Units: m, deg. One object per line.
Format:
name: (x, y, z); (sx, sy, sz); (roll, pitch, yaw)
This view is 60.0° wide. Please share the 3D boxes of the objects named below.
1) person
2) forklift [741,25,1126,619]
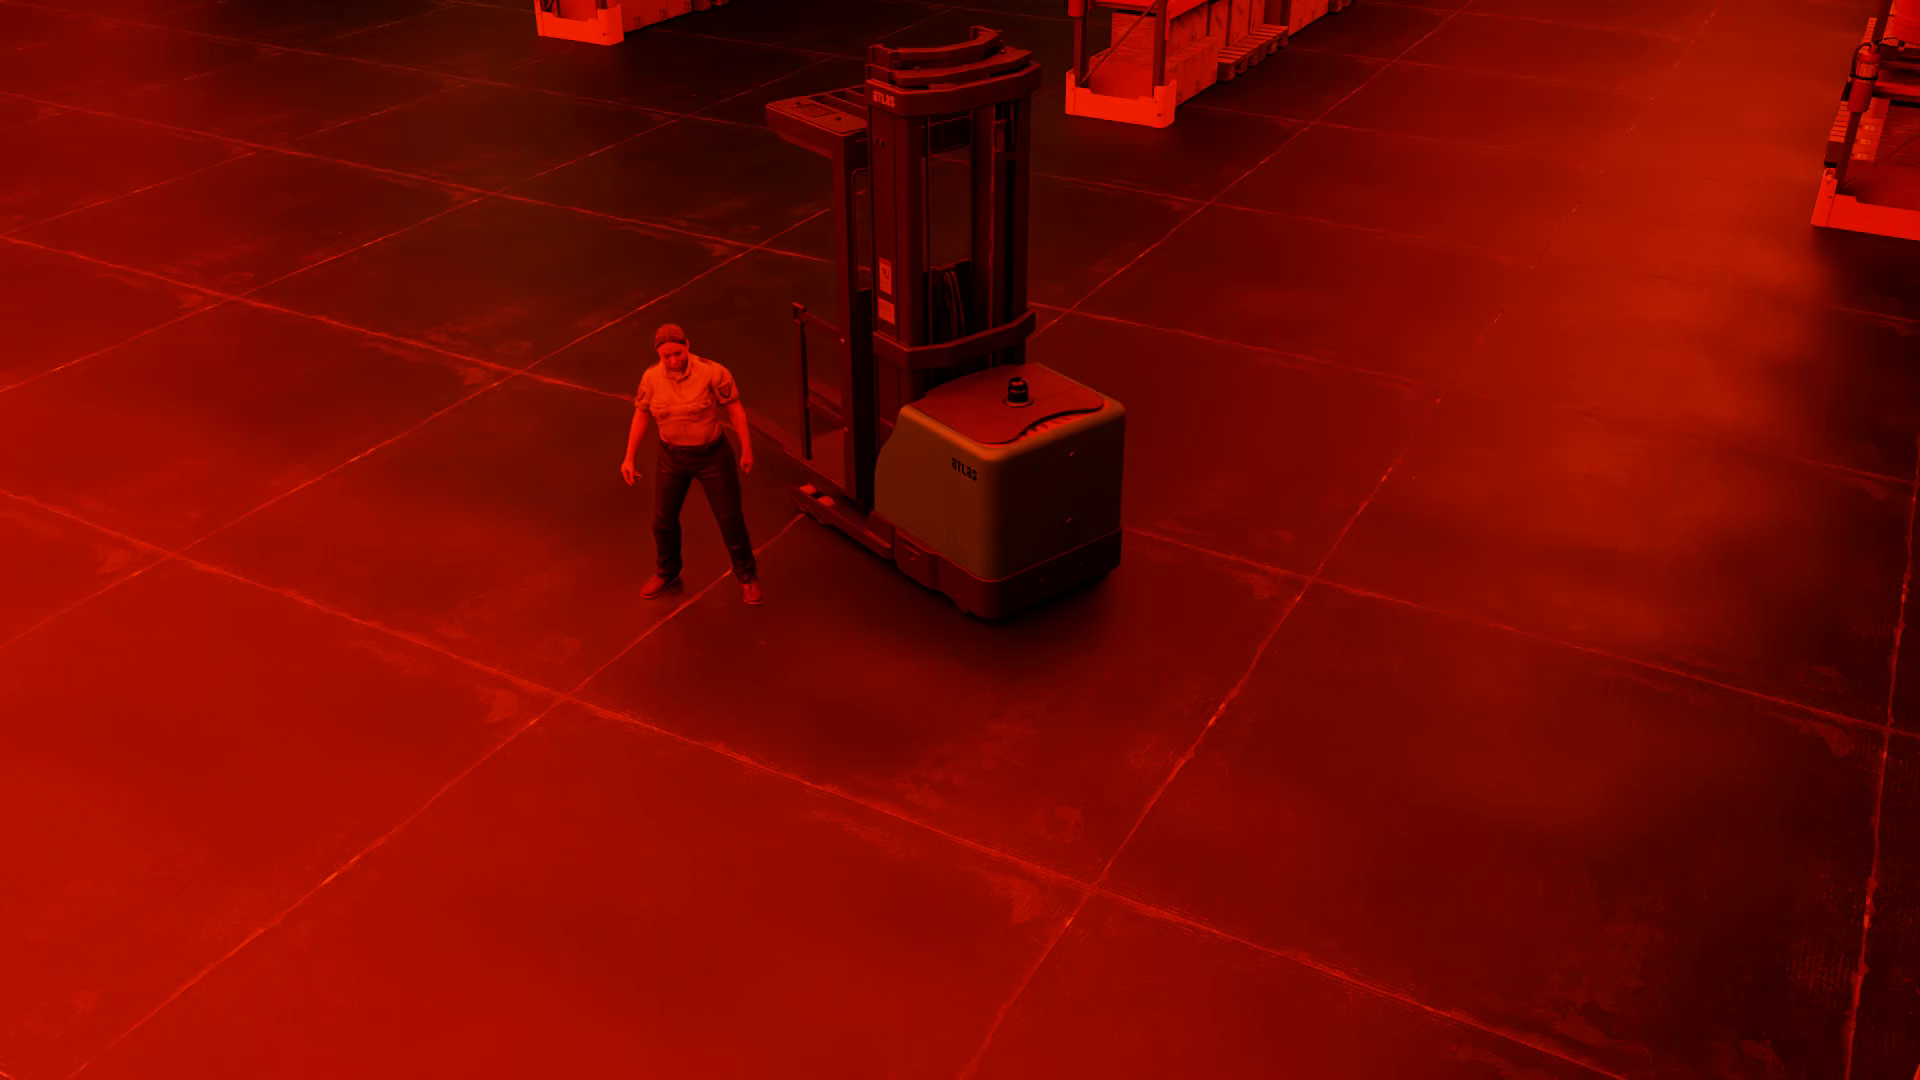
person: (-1.466, -0.428, 9.124); (0.748, 1.640, 0.344); (3, 30, 6)
forklift: (-0.382, -1.507, 9.682); (1.130, 2.935, 3.031); (-22, 37, -33)
